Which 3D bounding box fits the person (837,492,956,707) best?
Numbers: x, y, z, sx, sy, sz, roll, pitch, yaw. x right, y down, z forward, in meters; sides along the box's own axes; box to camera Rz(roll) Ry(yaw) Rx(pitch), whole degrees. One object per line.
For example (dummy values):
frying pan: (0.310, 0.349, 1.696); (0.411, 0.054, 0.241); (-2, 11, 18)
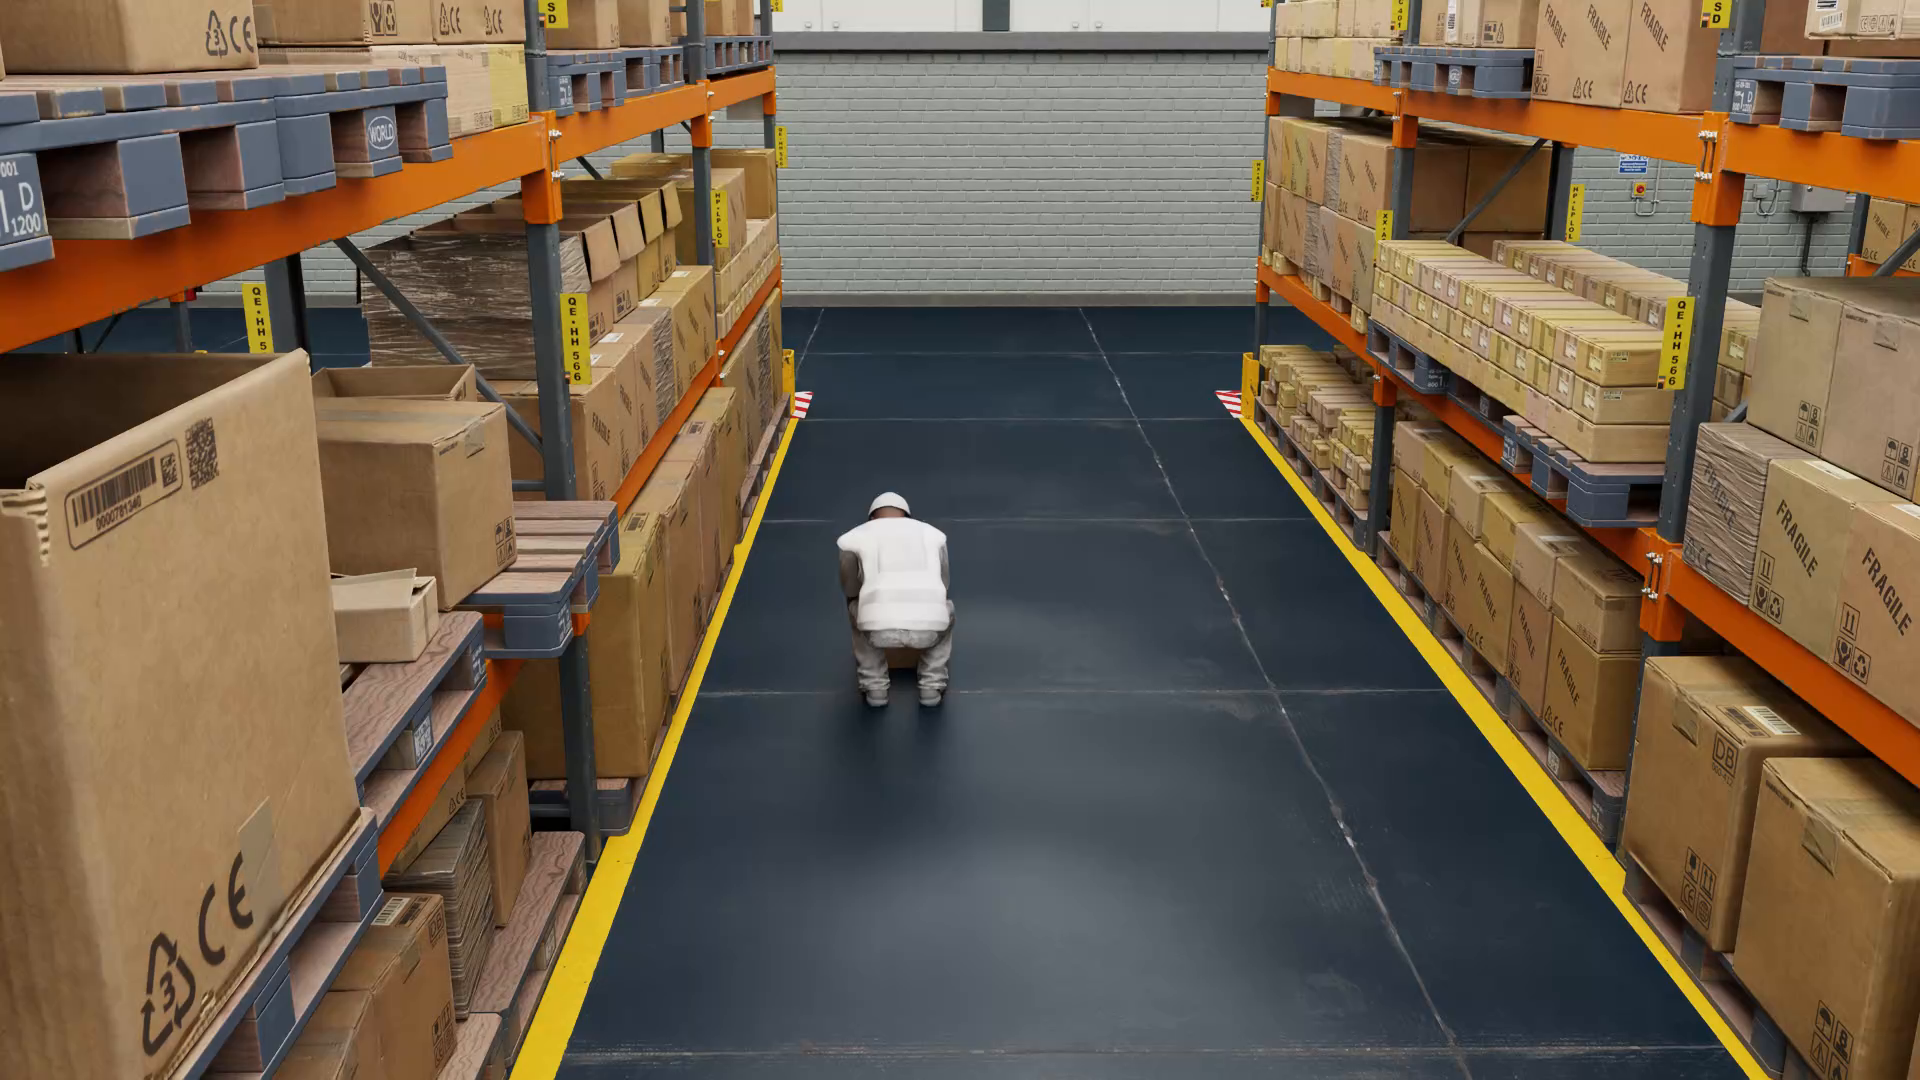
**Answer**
person: (-0.308, 0.293, 8.083); (0.578, 0.896, 0.911); (0, 17, -1)
